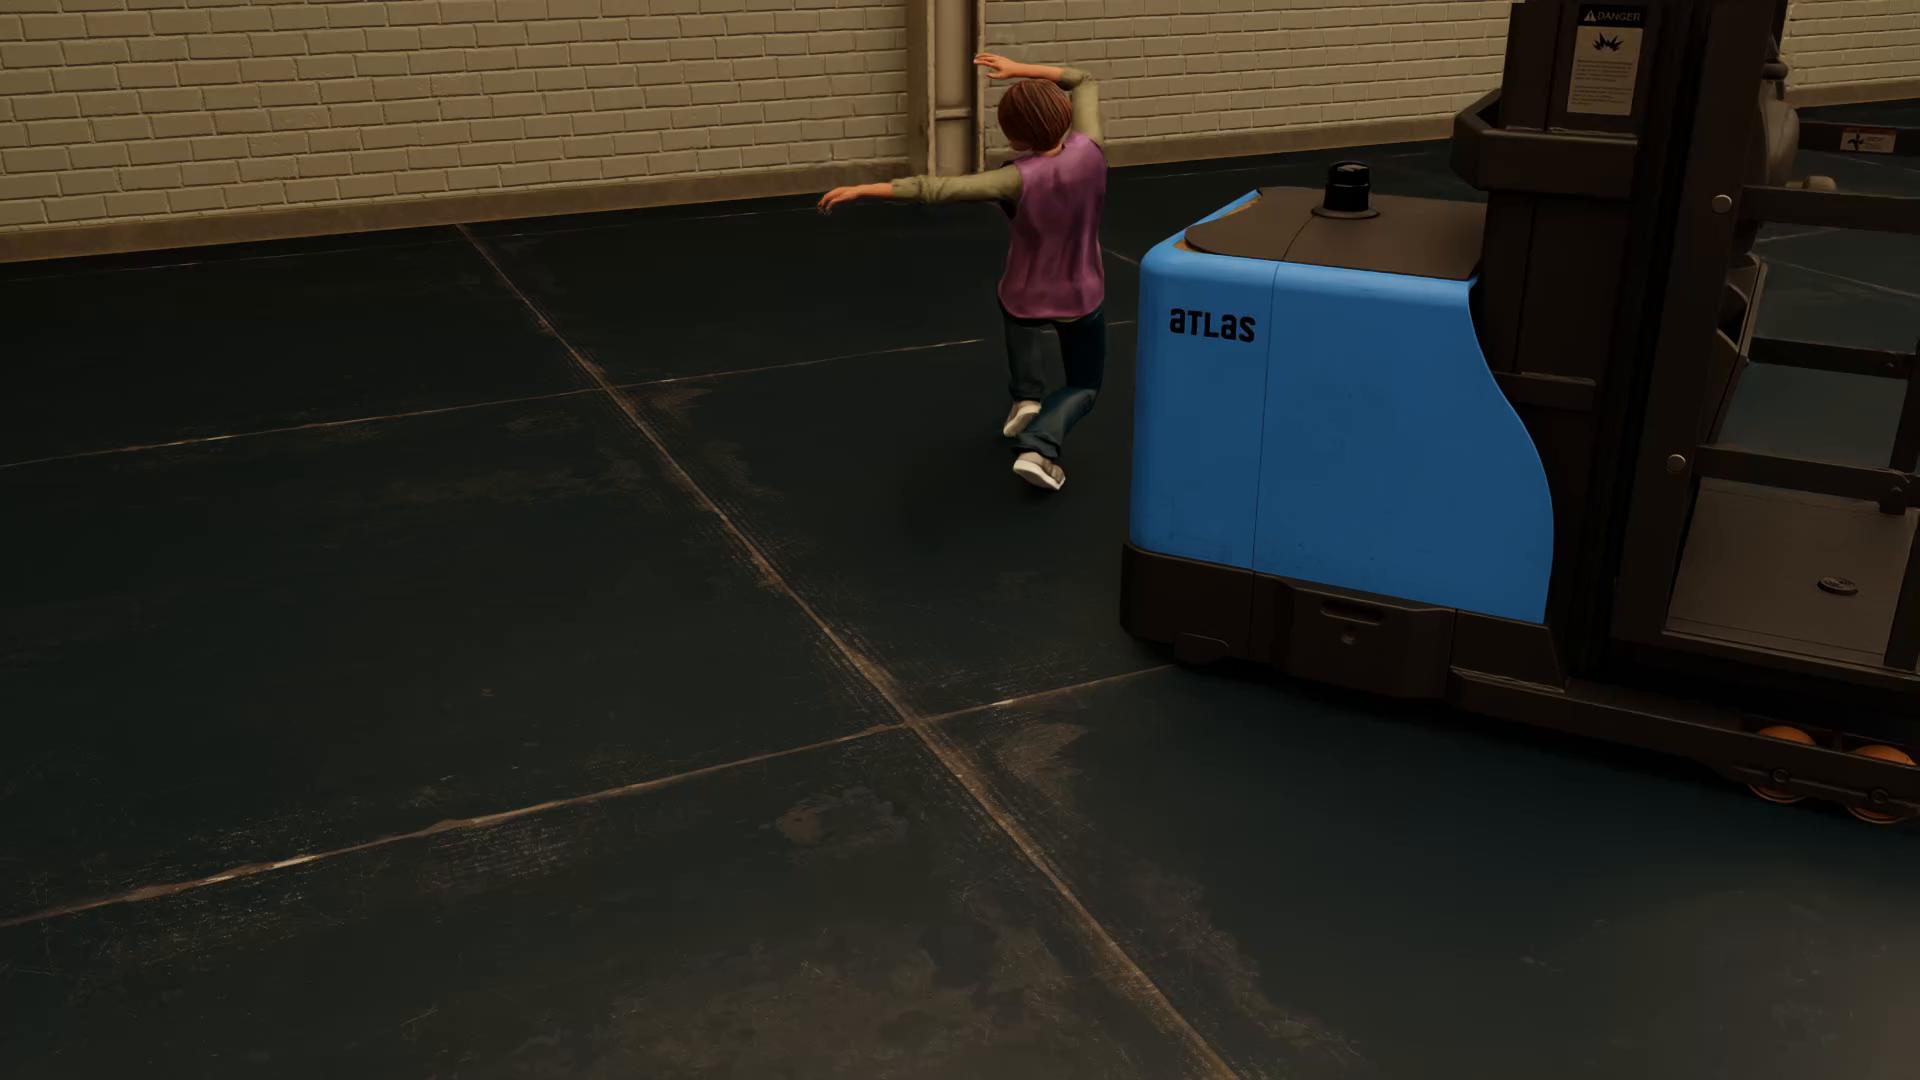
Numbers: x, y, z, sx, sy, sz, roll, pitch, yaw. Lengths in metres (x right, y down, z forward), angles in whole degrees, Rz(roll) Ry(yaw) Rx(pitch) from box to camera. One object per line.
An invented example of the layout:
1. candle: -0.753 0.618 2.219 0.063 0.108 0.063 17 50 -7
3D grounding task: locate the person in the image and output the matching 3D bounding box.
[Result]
1. person: 0.026 -0.888 5.492 0.930 1.385 0.803 0 23 0

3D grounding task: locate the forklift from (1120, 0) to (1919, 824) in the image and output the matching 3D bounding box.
1. forklift: 1.975 -0.969 3.618 3.031 2.935 1.130 11 25 24
